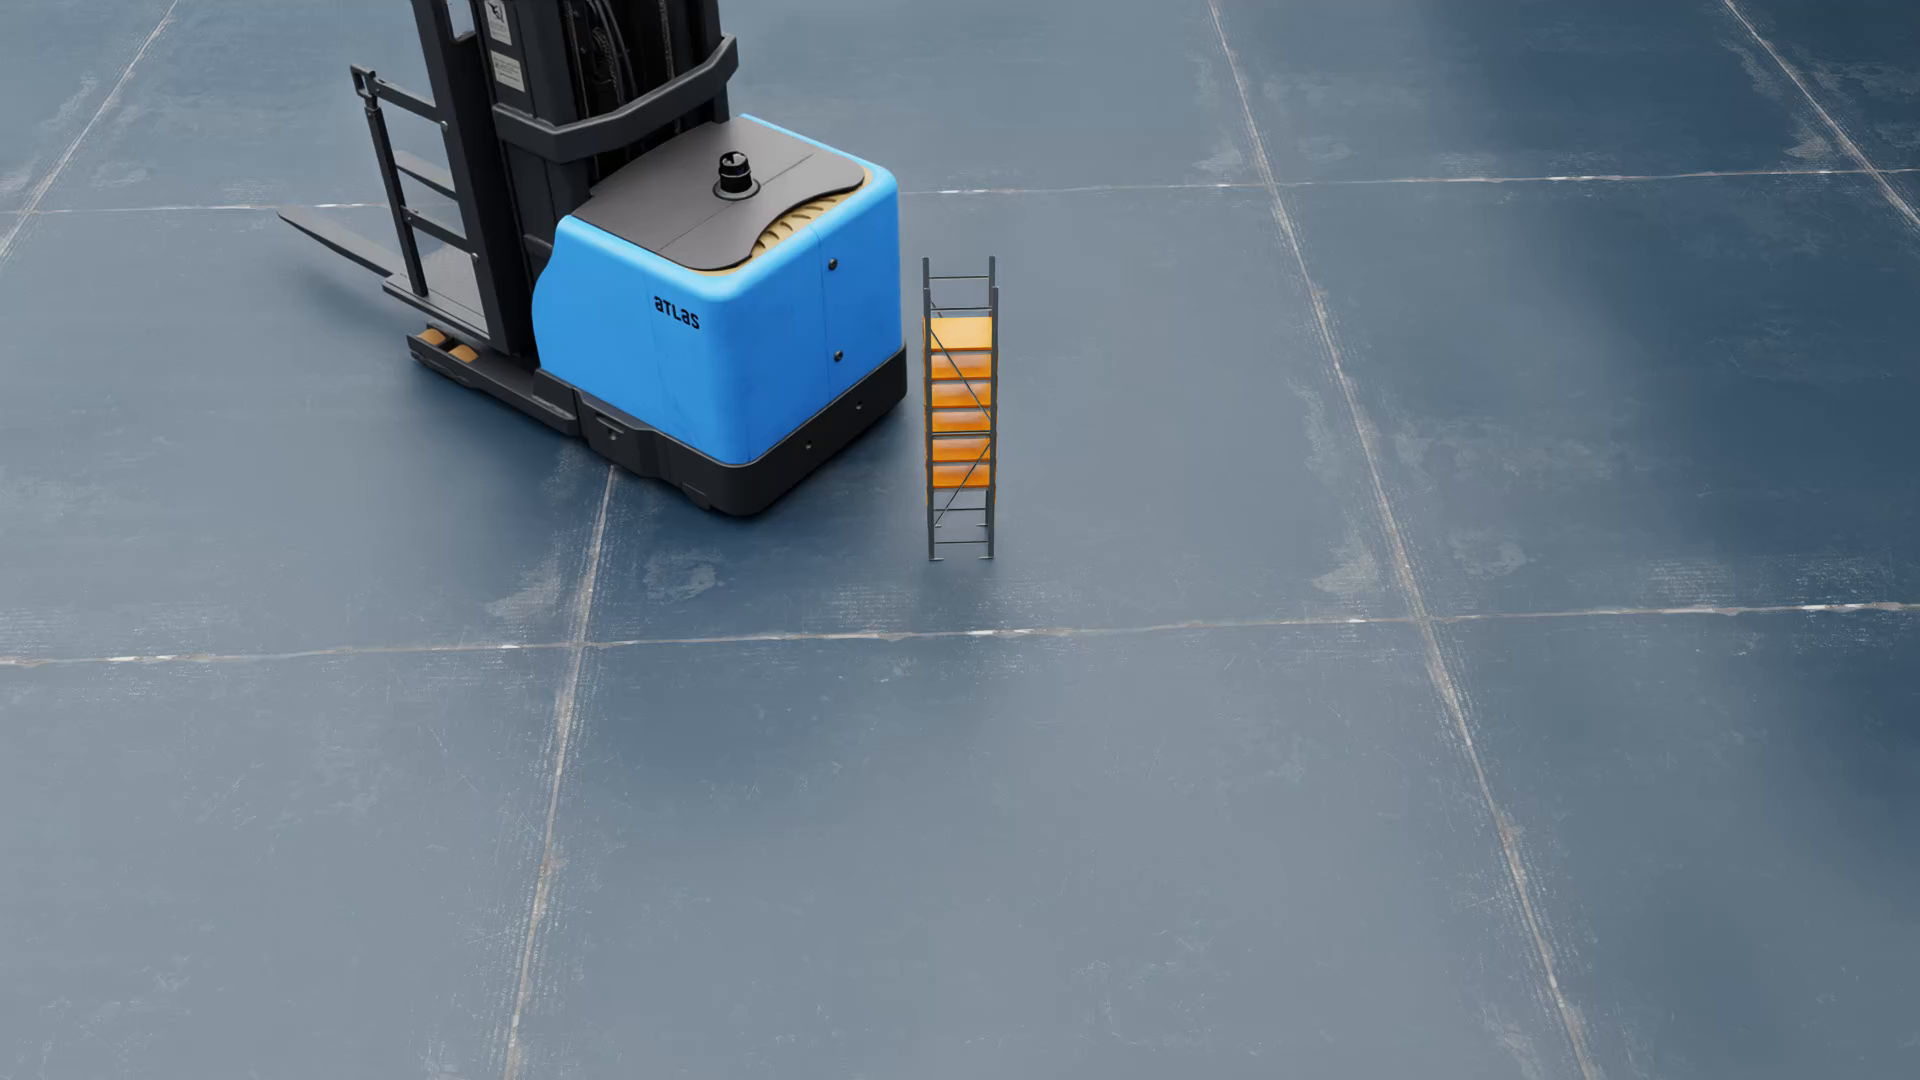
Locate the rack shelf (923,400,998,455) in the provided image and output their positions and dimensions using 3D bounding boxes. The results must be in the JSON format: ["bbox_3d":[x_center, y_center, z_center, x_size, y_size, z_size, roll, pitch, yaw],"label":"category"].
[{"bbox_3d":[0.001,-0.400,5.864,0.258,0.103,0.180,-2,43,-2],"label":"rack shelf"}]

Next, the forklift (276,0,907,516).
[{"bbox_3d":[-1.700,-1.985,6.246,3.031,2.935,1.130,27,49,26],"label":"forklift"}]

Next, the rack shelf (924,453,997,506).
[{"bbox_3d":[0.001,-0.223,6.026,0.258,0.103,0.180,-2,43,-2],"label":"rack shelf"}]

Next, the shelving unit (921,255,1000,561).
[{"bbox_3d":[0.001,-0.433,5.834,0.258,1.200,0.189,-2,43,-2],"label":"shelving unit"}]

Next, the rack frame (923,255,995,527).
[{"bbox_3d":[-0.003,-0.494,5.901,0.240,1.200,0.006,-2,43,-2],"label":"rack frame"}]

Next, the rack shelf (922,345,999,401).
[{"bbox_3d":[0.001,-0.577,5.702,0.258,0.103,0.180,-2,43,-2],"label":"rack shelf"}]

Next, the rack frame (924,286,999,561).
[{"bbox_3d":[0.005,-0.371,5.767,0.240,1.200,0.006,-2,43,-2],"label":"rack frame"}]

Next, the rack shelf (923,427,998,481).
[{"bbox_3d":[0.001,-0.311,5.945,0.258,0.103,0.180,-2,43,-2],"label":"rack shelf"}]

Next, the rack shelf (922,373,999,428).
[{"bbox_3d":[0.001,-0.488,5.783,0.258,0.103,0.180,-2,43,-2],"label":"rack shelf"}]

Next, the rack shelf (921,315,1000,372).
[{"bbox_3d":[0.001,-0.665,5.621,0.258,0.103,0.180,-2,43,-2],"label":"rack shelf"}]
